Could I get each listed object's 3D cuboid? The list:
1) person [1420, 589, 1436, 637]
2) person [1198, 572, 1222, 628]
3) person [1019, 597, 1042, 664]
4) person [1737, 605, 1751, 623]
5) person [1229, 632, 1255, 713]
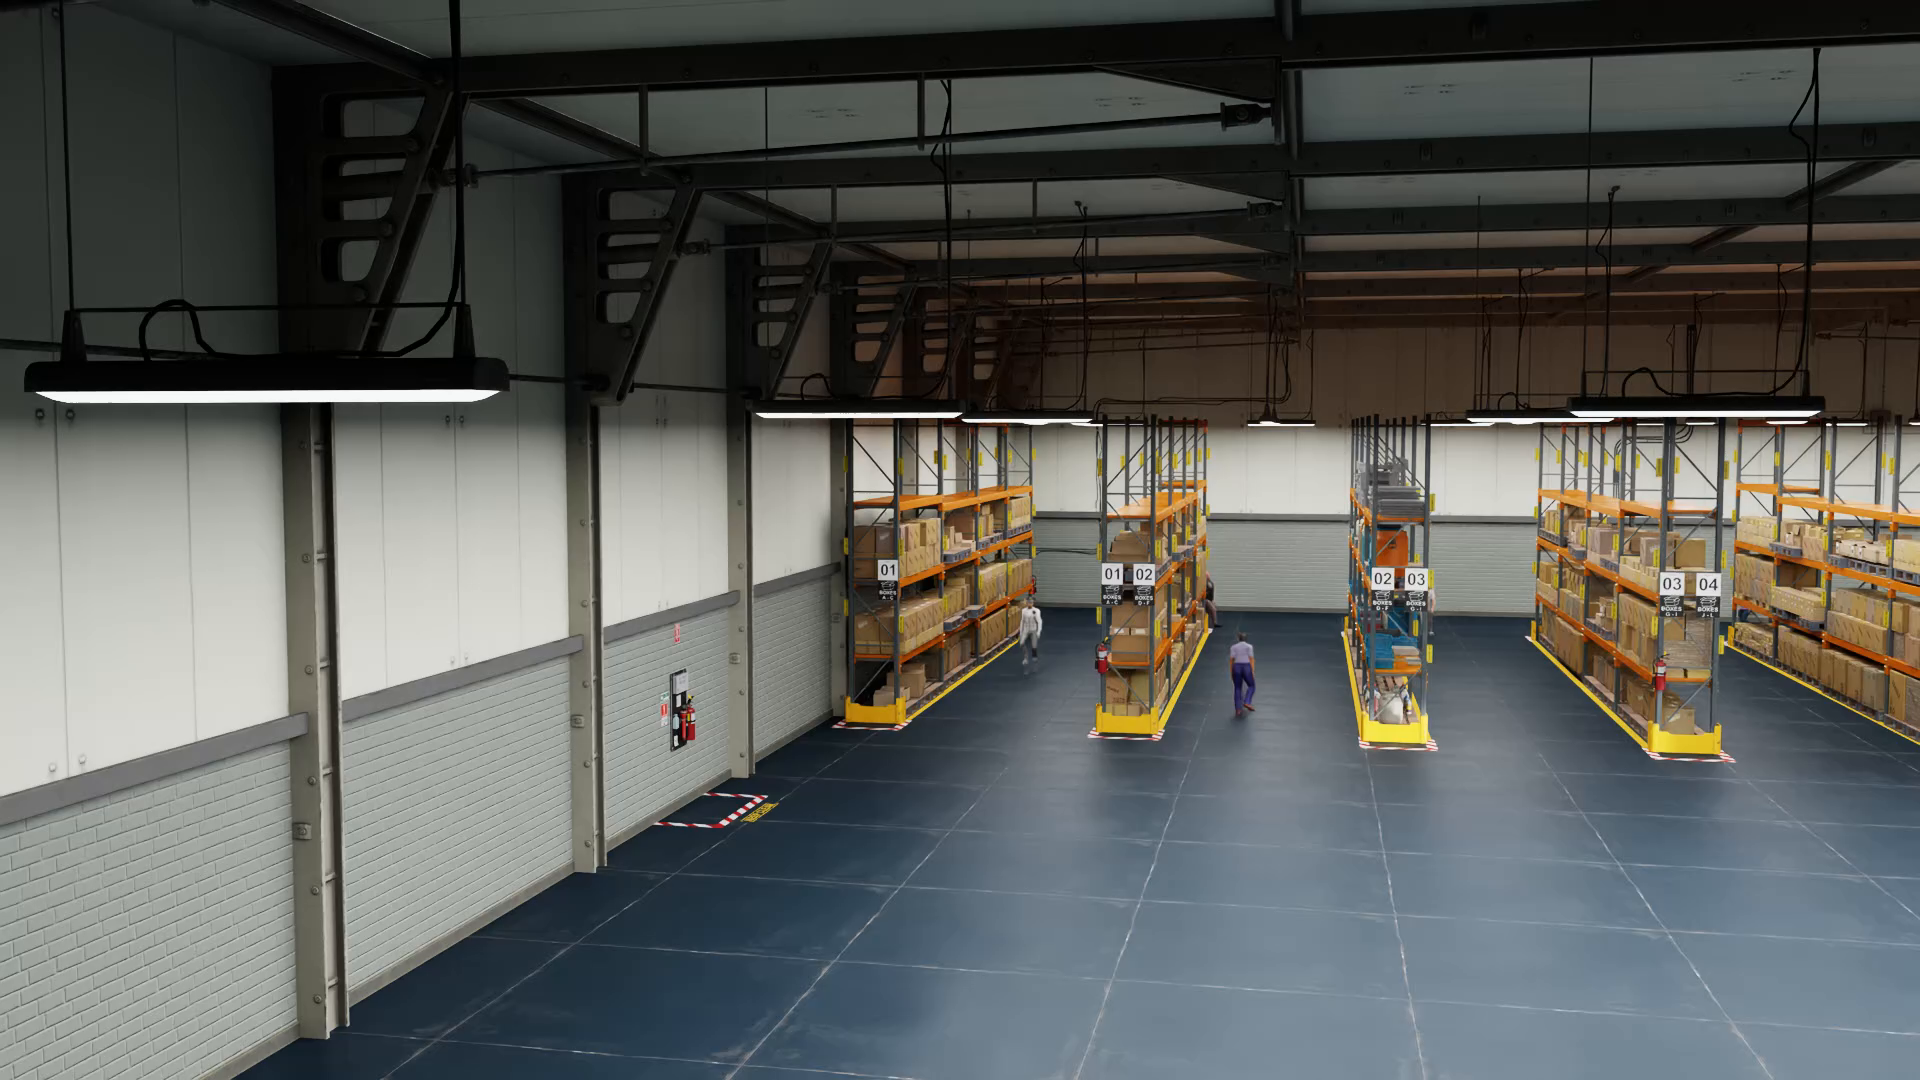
[{"bbox_3d":[12.752,1.901,45.410,0.451,1.566,1.127,1,4,16],"label":"person"},{"bbox_3d":[7.183,1.718,48.113,1.034,1.609,0.526,4,5,44],"label":"person"},{"bbox_3d":[1.662,2.107,38.978,0.538,1.547,0.631,1,4,14],"label":"person"},{"bbox_3d":[21.503,1.890,45.447,0.659,1.577,0.429,-1,4,-17],"label":"person"},{"bbox_3d":[5.694,2.671,33.517,0.522,1.622,0.451,2,4,23],"label":"person"}]
